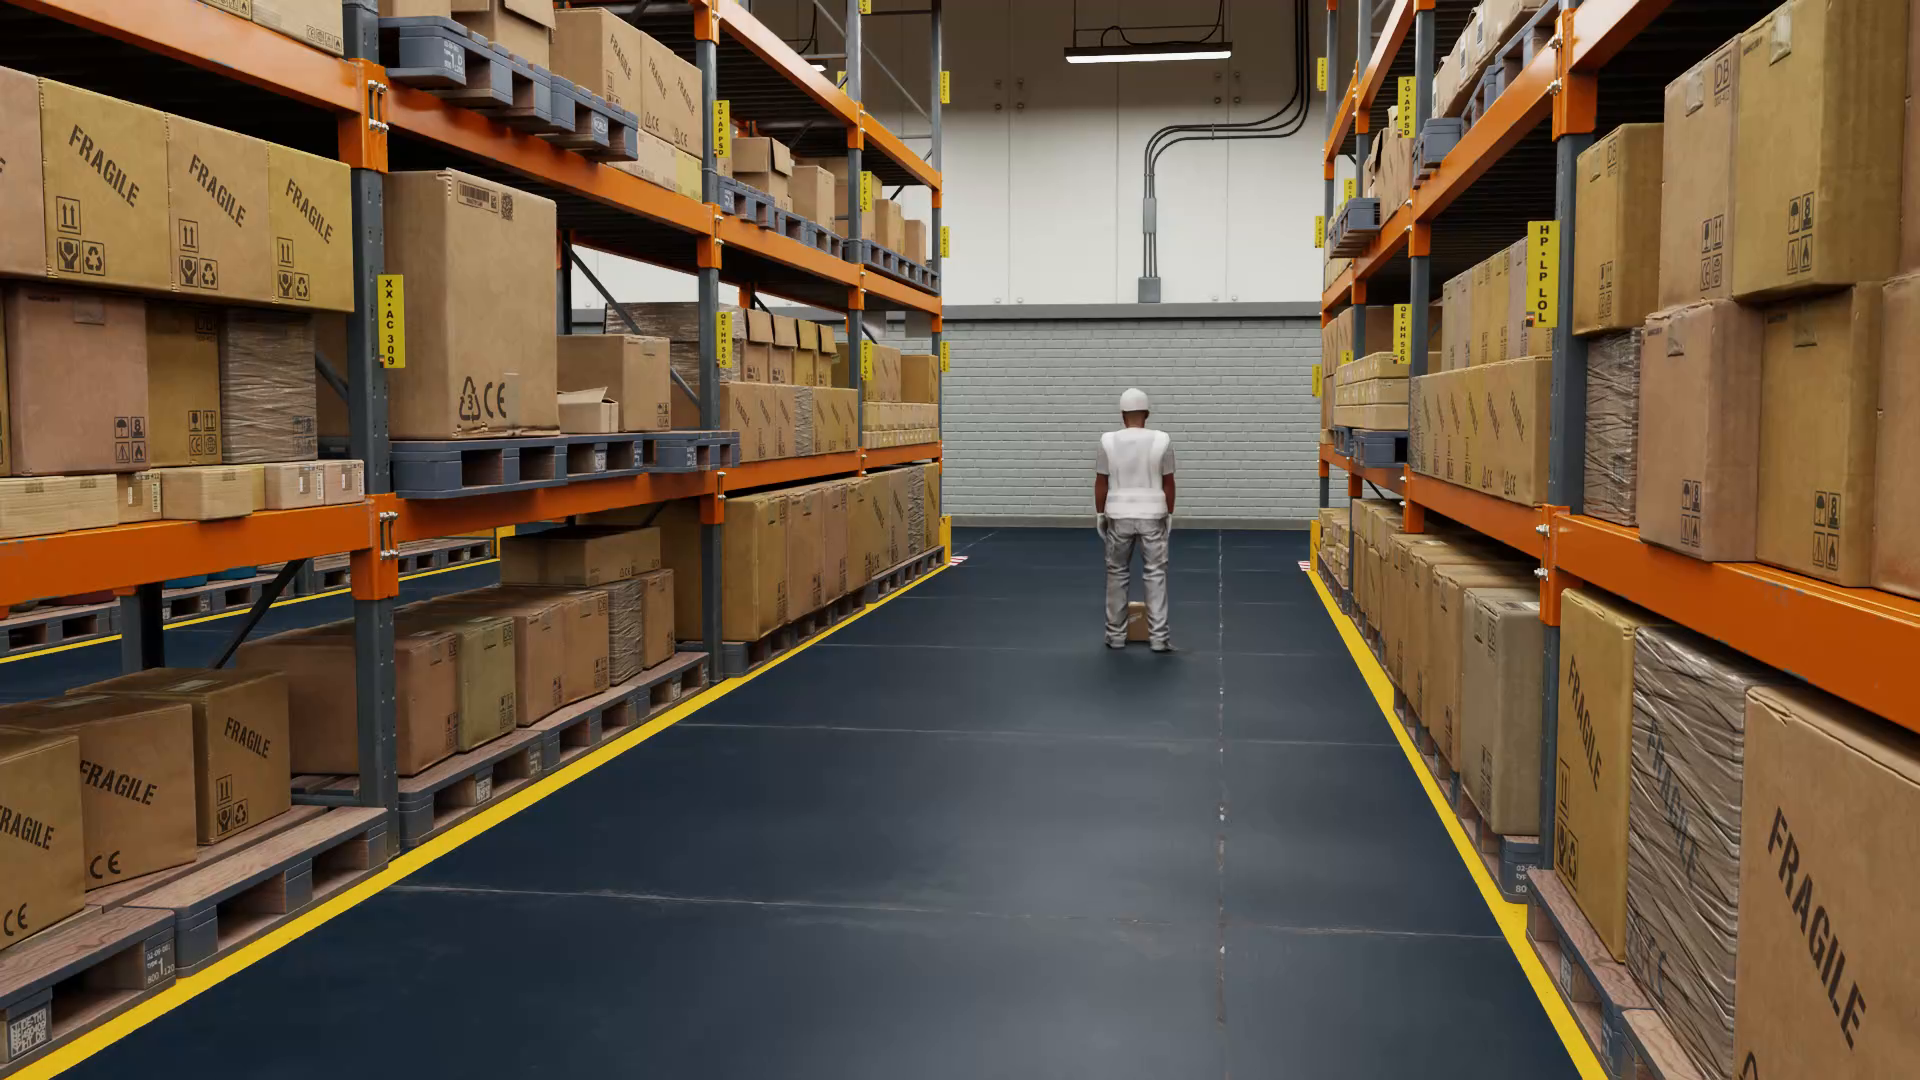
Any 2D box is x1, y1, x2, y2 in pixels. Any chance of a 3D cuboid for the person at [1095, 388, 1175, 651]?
[{"bbox_3d":[1.195,-0.132,11.370,0.548,1.804,0.398,1,4,9],"label":"person"}]
